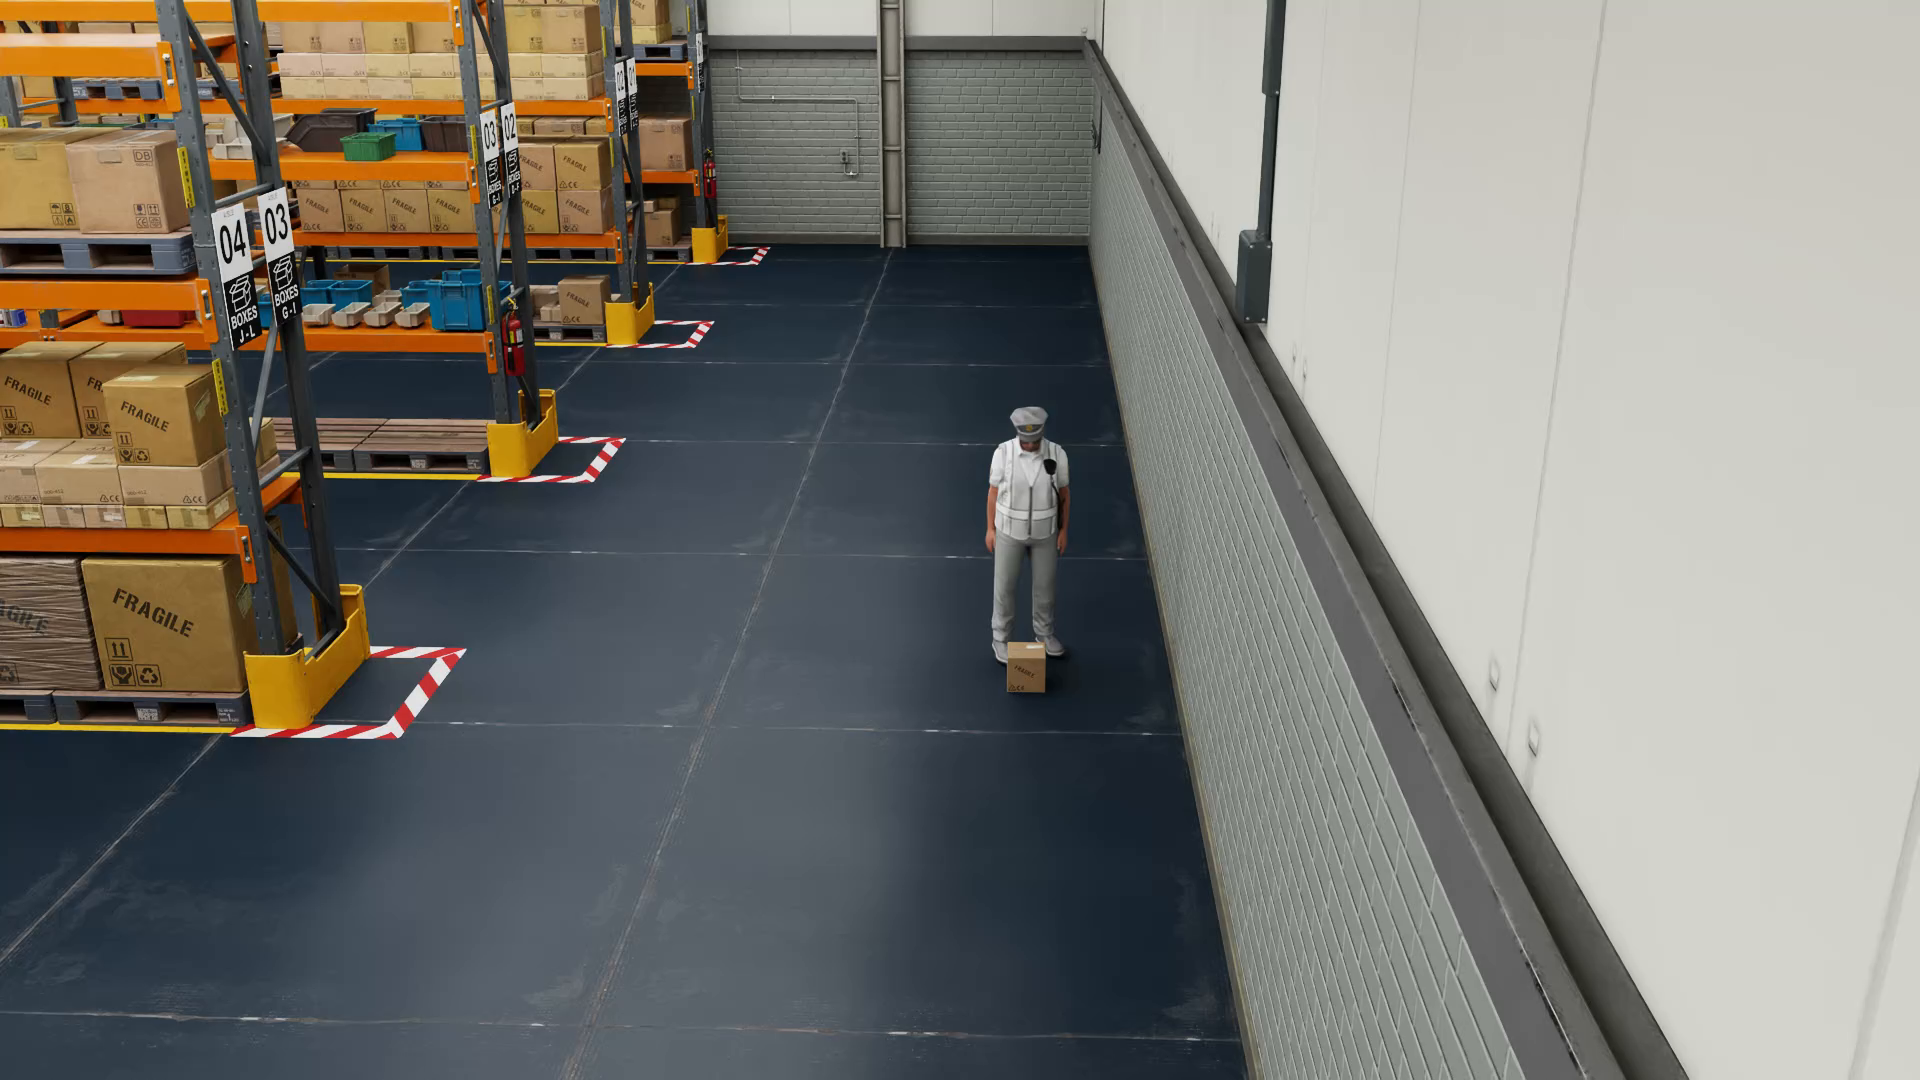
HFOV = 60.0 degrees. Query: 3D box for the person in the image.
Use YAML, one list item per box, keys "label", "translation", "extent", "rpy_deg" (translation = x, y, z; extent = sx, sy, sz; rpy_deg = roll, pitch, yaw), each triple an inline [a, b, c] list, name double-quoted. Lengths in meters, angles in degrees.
- label: "person"
  translation: [0.461, -0.041, 11.145]
  extent: [0.560, 1.732, 0.453]
  rpy_deg: [-1, 21, -3]
